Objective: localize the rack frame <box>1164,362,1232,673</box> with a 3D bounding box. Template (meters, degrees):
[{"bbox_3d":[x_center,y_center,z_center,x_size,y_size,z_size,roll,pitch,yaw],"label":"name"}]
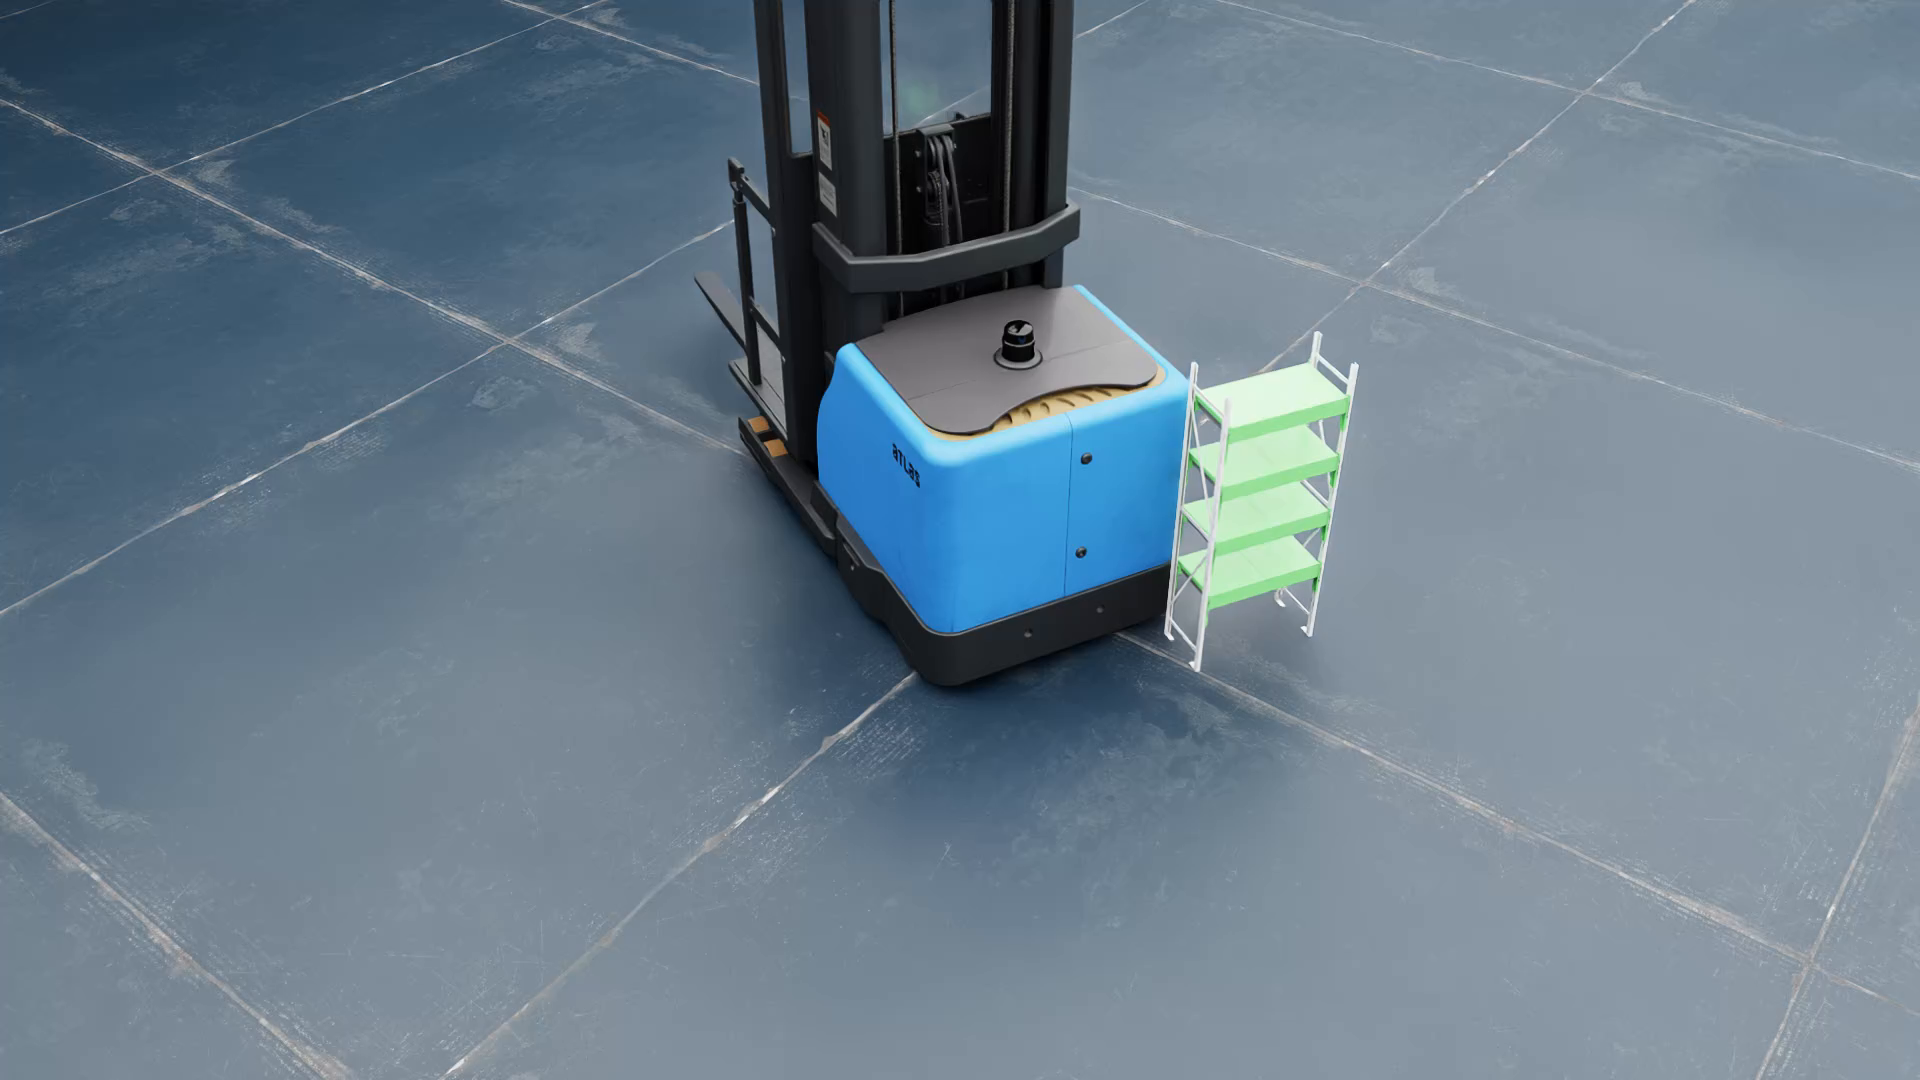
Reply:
[{"bbox_3d":[0.828,-0.053,5.844,0.015,1.200,0.240,-15,41,-19],"label":"rack frame"}]

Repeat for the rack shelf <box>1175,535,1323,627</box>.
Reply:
[{"bbox_3d":[1.051,0.125,6.110,0.480,0.148,0.258,-15,41,-19],"label":"rack shelf"}]

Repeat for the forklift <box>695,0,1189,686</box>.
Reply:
[{"bbox_3d":[-0.302,-1.530,6.327,1.130,2.935,3.031,-17,41,-21],"label":"forklift"}]

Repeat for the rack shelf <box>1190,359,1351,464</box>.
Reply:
[{"bbox_3d":[1.051,-0.442,5.666,0.480,0.148,0.258,-15,41,-19],"label":"rack shelf"}]

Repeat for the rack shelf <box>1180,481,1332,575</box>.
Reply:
[{"bbox_3d":[1.051,-0.064,5.962,0.480,0.148,0.258,-15,41,-19],"label":"rack shelf"}]

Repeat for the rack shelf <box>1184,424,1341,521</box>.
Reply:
[{"bbox_3d":[1.051,-0.253,5.814,0.480,0.148,0.258,-15,41,-19],"label":"rack shelf"}]

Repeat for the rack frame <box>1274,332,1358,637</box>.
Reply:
[{"bbox_3d":[1.274,-0.175,6.000,0.015,1.200,0.240,-15,41,-19],"label":"rack frame"}]

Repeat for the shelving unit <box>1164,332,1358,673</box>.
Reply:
[{"bbox_3d":[1.051,-0.114,5.922,0.503,1.200,0.258,-15,41,-19],"label":"shelving unit"}]
